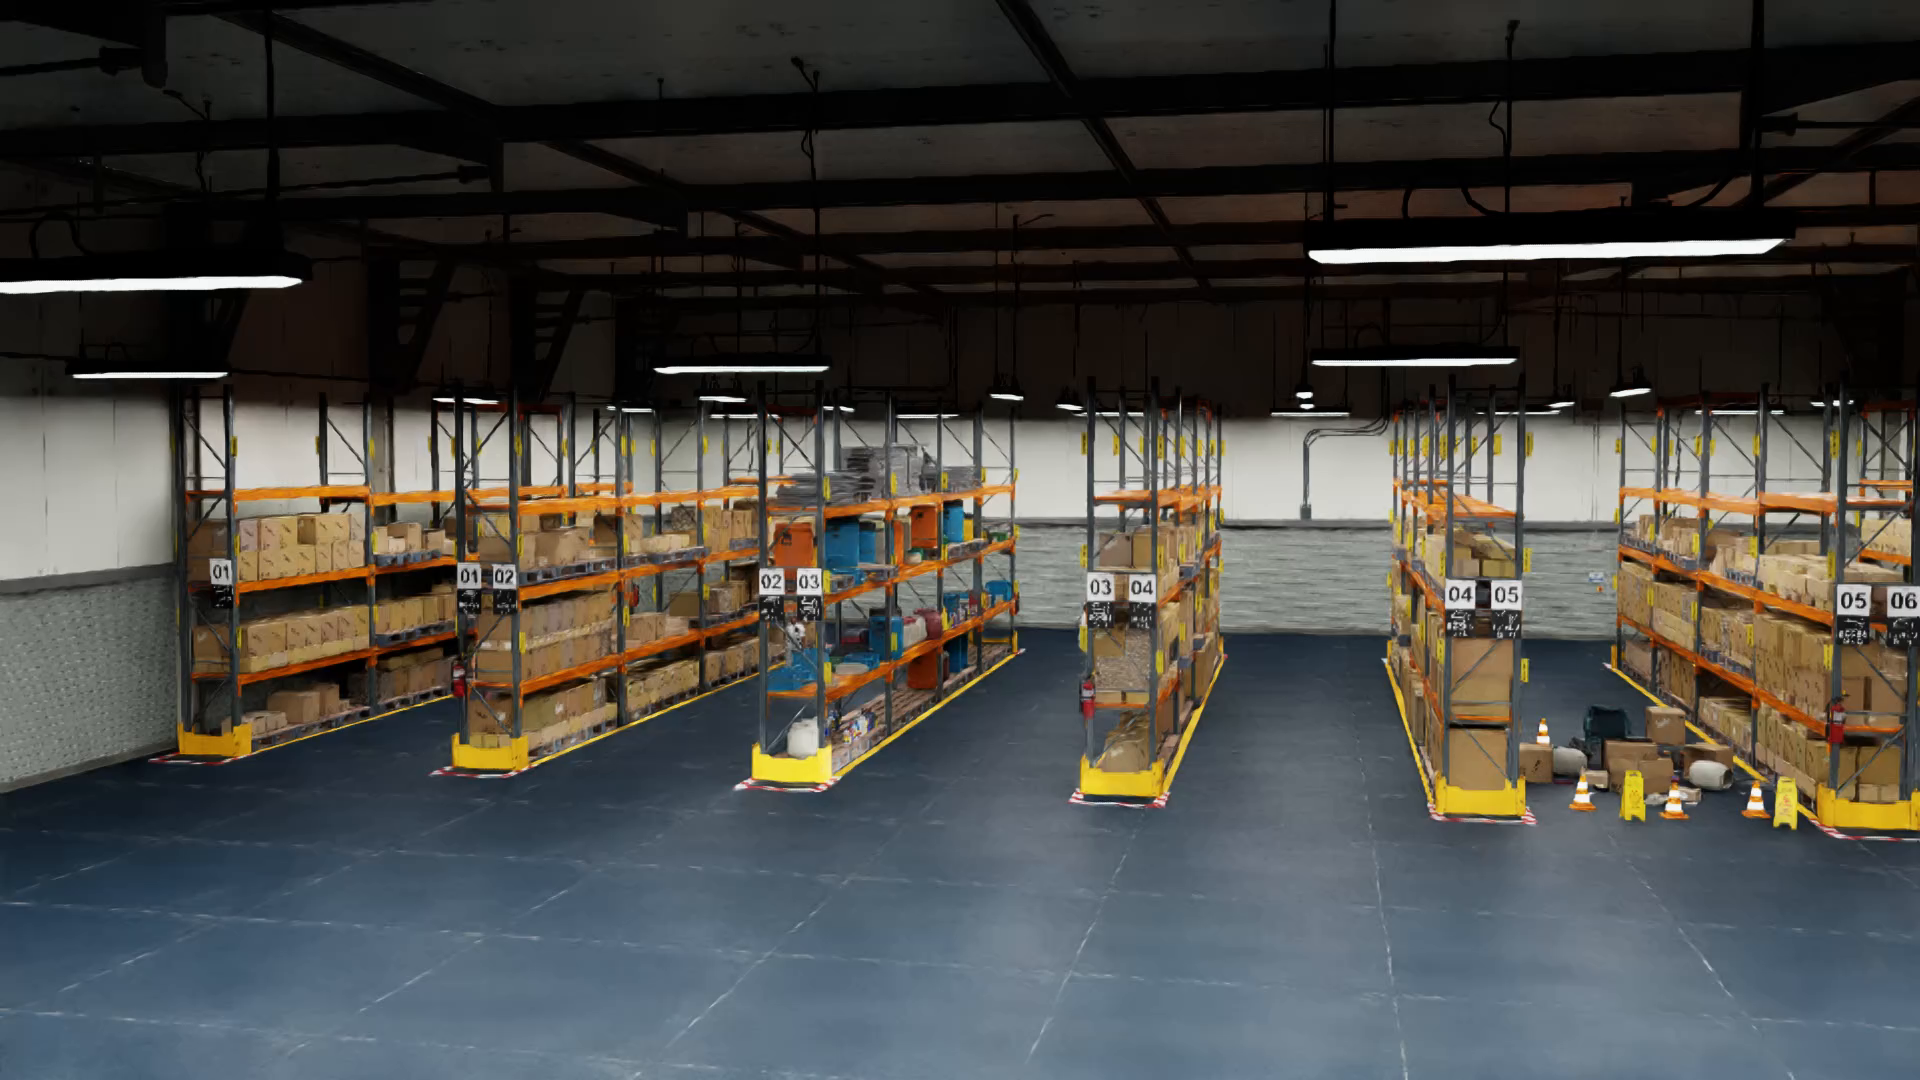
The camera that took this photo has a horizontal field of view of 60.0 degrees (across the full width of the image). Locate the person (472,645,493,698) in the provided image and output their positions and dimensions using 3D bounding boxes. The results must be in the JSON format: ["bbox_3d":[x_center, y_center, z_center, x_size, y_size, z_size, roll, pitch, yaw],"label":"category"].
[{"bbox_3d":[-8.852,2.453,30.952,0.446,1.604,1.015,0,3,4],"label":"person"}]

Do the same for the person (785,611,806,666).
[{"bbox_3d":[-3.399,2.256,34.419,0.463,1.625,0.998,1,3,11],"label":"person"}]

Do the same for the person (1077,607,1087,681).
[{"bbox_3d":[2.710,2.164,35.716,0.561,1.648,0.591,2,4,33],"label":"person"}]
